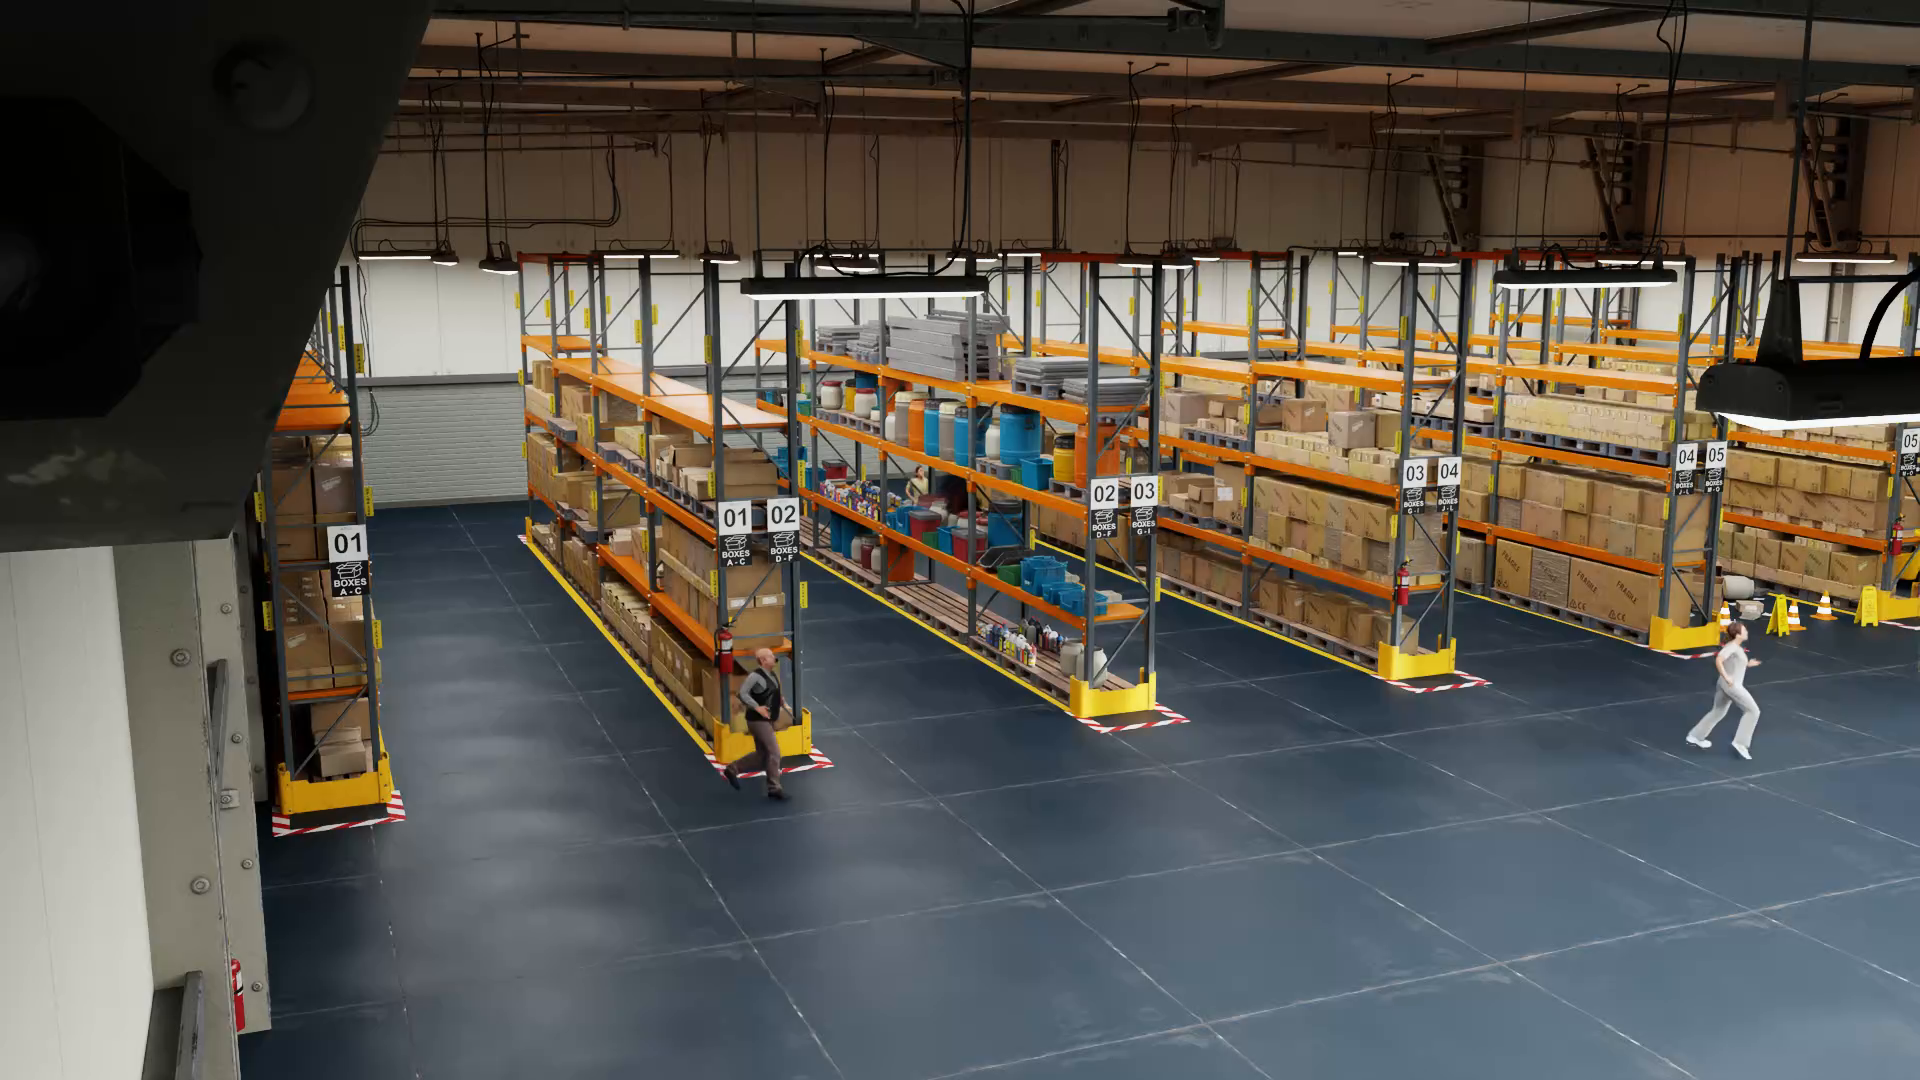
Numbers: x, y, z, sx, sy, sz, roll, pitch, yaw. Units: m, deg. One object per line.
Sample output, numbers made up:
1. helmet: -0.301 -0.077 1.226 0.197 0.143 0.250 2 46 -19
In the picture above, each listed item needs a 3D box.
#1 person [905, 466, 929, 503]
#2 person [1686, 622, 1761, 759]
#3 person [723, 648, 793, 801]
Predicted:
1. person: -0.853 -0.733 34.505 0.589 1.643 0.619 -5 12 -26
2. person: 9.405 1.836 20.462 0.787 1.708 0.545 2 11 13
3. person: -2.282 2.079 19.056 0.864 1.708 0.692 2 11 13
